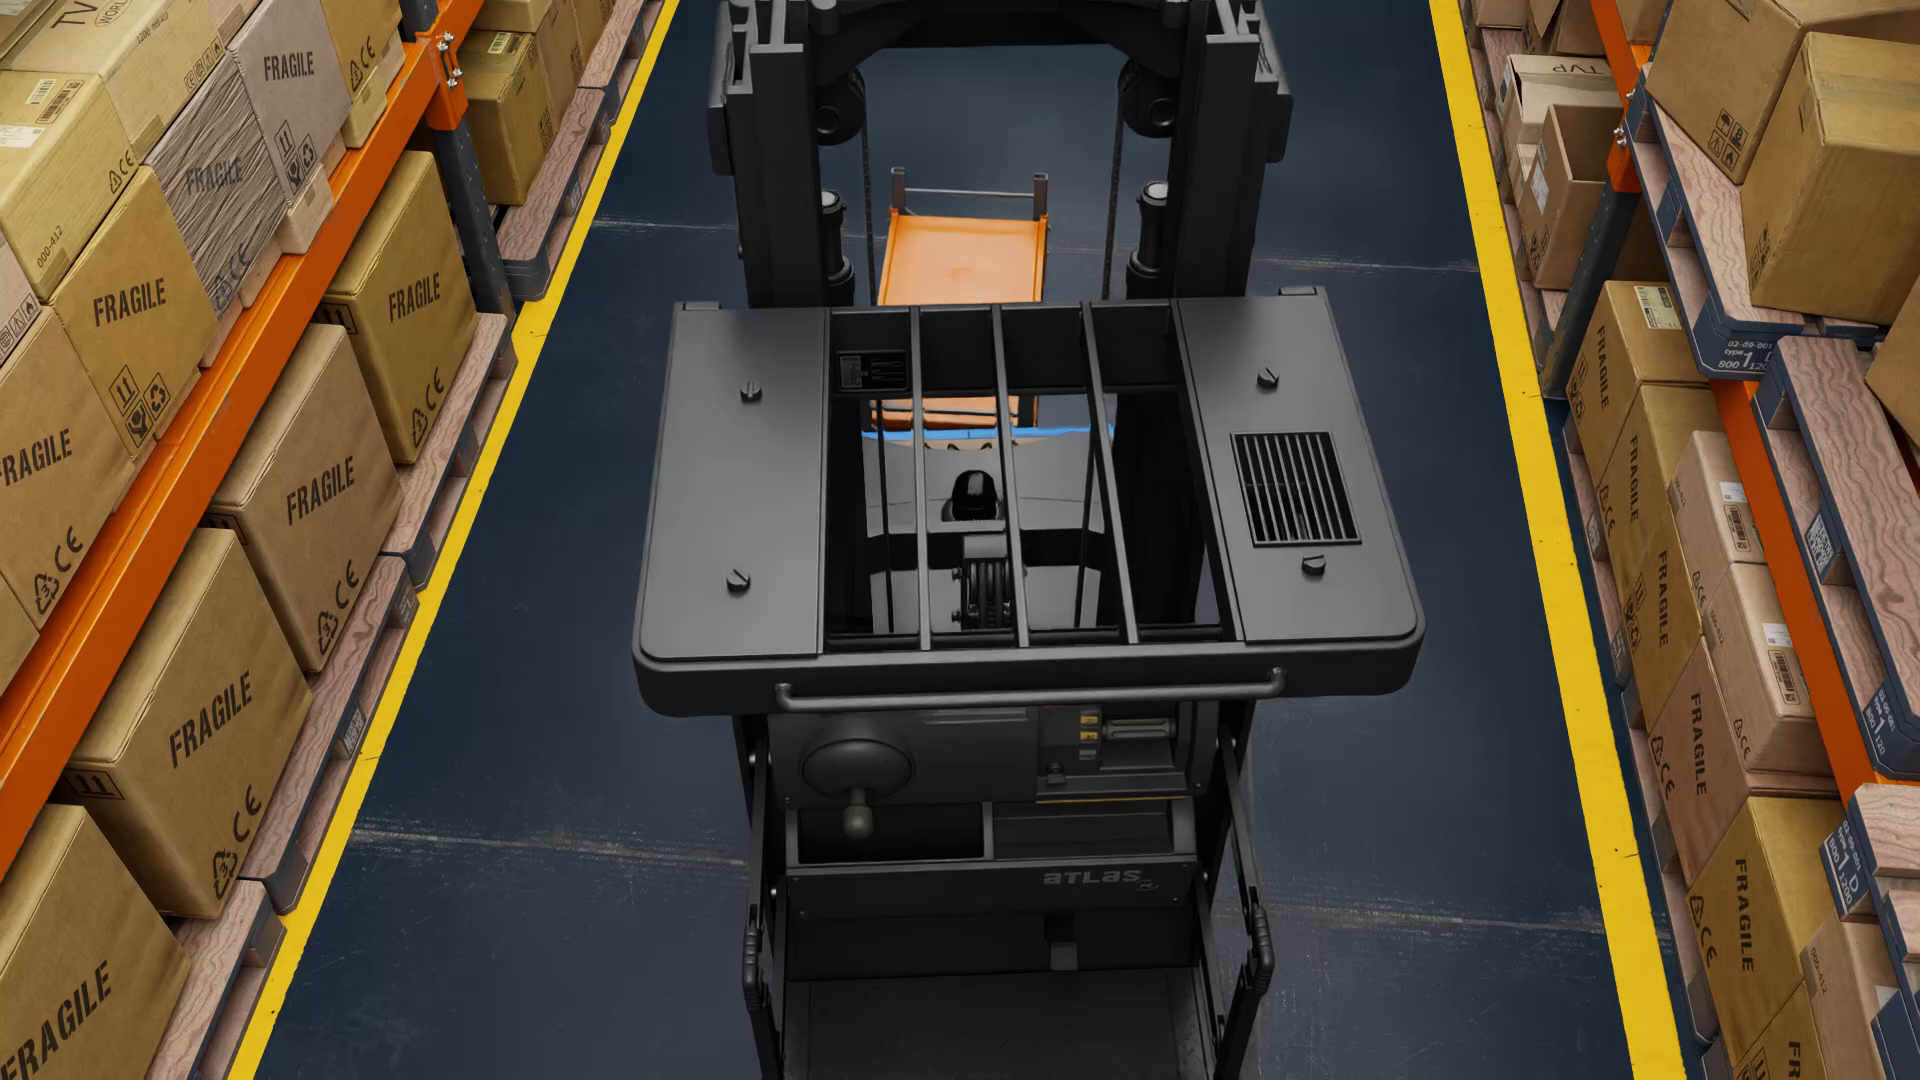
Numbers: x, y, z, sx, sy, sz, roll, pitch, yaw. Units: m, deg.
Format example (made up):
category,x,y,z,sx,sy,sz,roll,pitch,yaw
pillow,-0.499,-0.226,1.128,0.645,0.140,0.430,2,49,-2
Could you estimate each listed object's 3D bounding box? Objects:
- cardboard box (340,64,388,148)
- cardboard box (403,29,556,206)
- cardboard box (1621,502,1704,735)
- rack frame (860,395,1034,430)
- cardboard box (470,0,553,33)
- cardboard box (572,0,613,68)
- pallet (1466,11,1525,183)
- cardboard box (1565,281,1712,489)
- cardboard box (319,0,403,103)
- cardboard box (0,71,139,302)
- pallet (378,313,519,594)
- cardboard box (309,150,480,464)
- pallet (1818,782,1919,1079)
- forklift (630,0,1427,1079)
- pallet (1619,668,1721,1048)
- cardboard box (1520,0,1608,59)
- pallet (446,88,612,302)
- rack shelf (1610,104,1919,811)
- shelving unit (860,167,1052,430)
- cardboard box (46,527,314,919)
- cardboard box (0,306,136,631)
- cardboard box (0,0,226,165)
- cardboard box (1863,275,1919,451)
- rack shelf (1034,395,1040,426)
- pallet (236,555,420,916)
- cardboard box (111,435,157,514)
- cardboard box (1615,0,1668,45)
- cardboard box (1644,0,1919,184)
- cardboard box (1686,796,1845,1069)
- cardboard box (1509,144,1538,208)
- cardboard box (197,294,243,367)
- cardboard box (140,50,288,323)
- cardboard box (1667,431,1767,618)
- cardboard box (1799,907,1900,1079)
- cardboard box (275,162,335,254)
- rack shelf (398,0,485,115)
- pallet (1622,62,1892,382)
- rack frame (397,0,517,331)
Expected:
category,x,y,z,sx,sy,sz,roll,pitch,yaw
cardboard box,-1.996,-1.345,5.104,0.380,0.149,0.250,5,48,4
cardboard box,-2.078,-1.718,6.698,0.700,0.500,0.500,4,48,4
cardboard box,2.308,0.247,4.888,0.500,0.500,0.500,4,48,4
rack frame,-0.044,-0.039,5.024,0.500,1.125,0.032,3,48,3
cardboard box,-1.865,-2.177,6.678,0.380,0.149,0.250,5,48,5
cardboard box,-1.979,-2.464,7.380,0.700,0.500,0.500,5,48,4
pallet,2.858,-2.009,7.445,1.003,0.211,1.213,4,48,4
cardboard box,2.399,-0.513,5.582,0.500,0.500,0.500,2,48,2
cardboard box,-2.039,-1.662,4.955,0.500,0.500,0.500,3,48,3
cardboard box,-2.184,-0.787,3.646,0.500,0.250,0.500,3,48,3
pallet,-2.243,-0.364,5.940,1.003,0.211,1.213,4,48,4
cardboard box,-2.178,-0.807,5.628,0.750,0.750,0.750,4,48,4
pallet,2.313,0.954,2.975,1.213,0.211,1.003,4,48,4
forklift,0.081,0.511,3.296,1.130,2.935,3.031,-2,48,-2
pallet,2.541,0.893,4.790,1.003,0.211,1.213,4,48,4
cardboard box,2.852,-2.234,7.154,0.797,0.503,0.637,4,48,4
pallet,-2.101,-1.490,6.970,1.003,0.211,1.213,4,48,4
rack shelf,2.503,0.165,4.054,1.077,0.370,4.000,4,48,4
shelving unit,-0.007,-0.413,5.366,0.538,1.125,1.048,3,48,3
cardboard box,-2.328,0.471,4.459,0.750,0.750,0.750,4,48,3
cardboard box,-2.210,-0.168,3.588,0.500,0.500,0.500,4,48,3
cardboard box,-2.138,-1.161,3.988,0.500,0.250,0.500,5,48,4
cardboard box,2.586,-0.420,3.749,0.700,0.500,0.500,-7,48,-6
rack shelf,-0.007,-0.248,5.546,0.538,0.278,1.000,3,48,3
pallet,-2.352,0.535,5.118,1.003,0.211,1.213,4,48,4
cardboard box,-2.223,-0.214,4.070,0.380,0.149,0.250,4,48,4
cardboard box,2.476,-1.965,5.447,0.500,0.500,0.500,5,48,4
cardboard box,2.420,-1.390,4.636,0.700,0.500,0.500,-11,48,-10
cardboard box,2.220,1.004,4.195,0.500,0.500,0.500,2,48,2
cardboard box,2.429,-1.451,6.678,0.380,0.149,0.250,4,48,4
cardboard box,-2.156,-0.601,4.424,0.380,0.149,0.250,3,48,2
cardboard box,-2.130,-0.918,4.274,0.500,0.500,0.500,4,48,4
cardboard box,2.308,-0.031,4.633,0.500,0.250,0.500,4,48,4
cardboard box,2.173,1.090,3.608,0.500,0.250,0.500,6,48,5
cardboard box,-2.030,-0.960,4.752,0.380,0.149,0.250,4,48,4
rack shelf,-2.066,-3.104,7.044,1.077,0.370,4.000,4,48,4
pallet,2.504,-0.902,4.673,1.003,0.211,1.213,4,48,4
rack frame,-2.248,-1.878,5.434,1.000,3.000,0.127,4,48,4
